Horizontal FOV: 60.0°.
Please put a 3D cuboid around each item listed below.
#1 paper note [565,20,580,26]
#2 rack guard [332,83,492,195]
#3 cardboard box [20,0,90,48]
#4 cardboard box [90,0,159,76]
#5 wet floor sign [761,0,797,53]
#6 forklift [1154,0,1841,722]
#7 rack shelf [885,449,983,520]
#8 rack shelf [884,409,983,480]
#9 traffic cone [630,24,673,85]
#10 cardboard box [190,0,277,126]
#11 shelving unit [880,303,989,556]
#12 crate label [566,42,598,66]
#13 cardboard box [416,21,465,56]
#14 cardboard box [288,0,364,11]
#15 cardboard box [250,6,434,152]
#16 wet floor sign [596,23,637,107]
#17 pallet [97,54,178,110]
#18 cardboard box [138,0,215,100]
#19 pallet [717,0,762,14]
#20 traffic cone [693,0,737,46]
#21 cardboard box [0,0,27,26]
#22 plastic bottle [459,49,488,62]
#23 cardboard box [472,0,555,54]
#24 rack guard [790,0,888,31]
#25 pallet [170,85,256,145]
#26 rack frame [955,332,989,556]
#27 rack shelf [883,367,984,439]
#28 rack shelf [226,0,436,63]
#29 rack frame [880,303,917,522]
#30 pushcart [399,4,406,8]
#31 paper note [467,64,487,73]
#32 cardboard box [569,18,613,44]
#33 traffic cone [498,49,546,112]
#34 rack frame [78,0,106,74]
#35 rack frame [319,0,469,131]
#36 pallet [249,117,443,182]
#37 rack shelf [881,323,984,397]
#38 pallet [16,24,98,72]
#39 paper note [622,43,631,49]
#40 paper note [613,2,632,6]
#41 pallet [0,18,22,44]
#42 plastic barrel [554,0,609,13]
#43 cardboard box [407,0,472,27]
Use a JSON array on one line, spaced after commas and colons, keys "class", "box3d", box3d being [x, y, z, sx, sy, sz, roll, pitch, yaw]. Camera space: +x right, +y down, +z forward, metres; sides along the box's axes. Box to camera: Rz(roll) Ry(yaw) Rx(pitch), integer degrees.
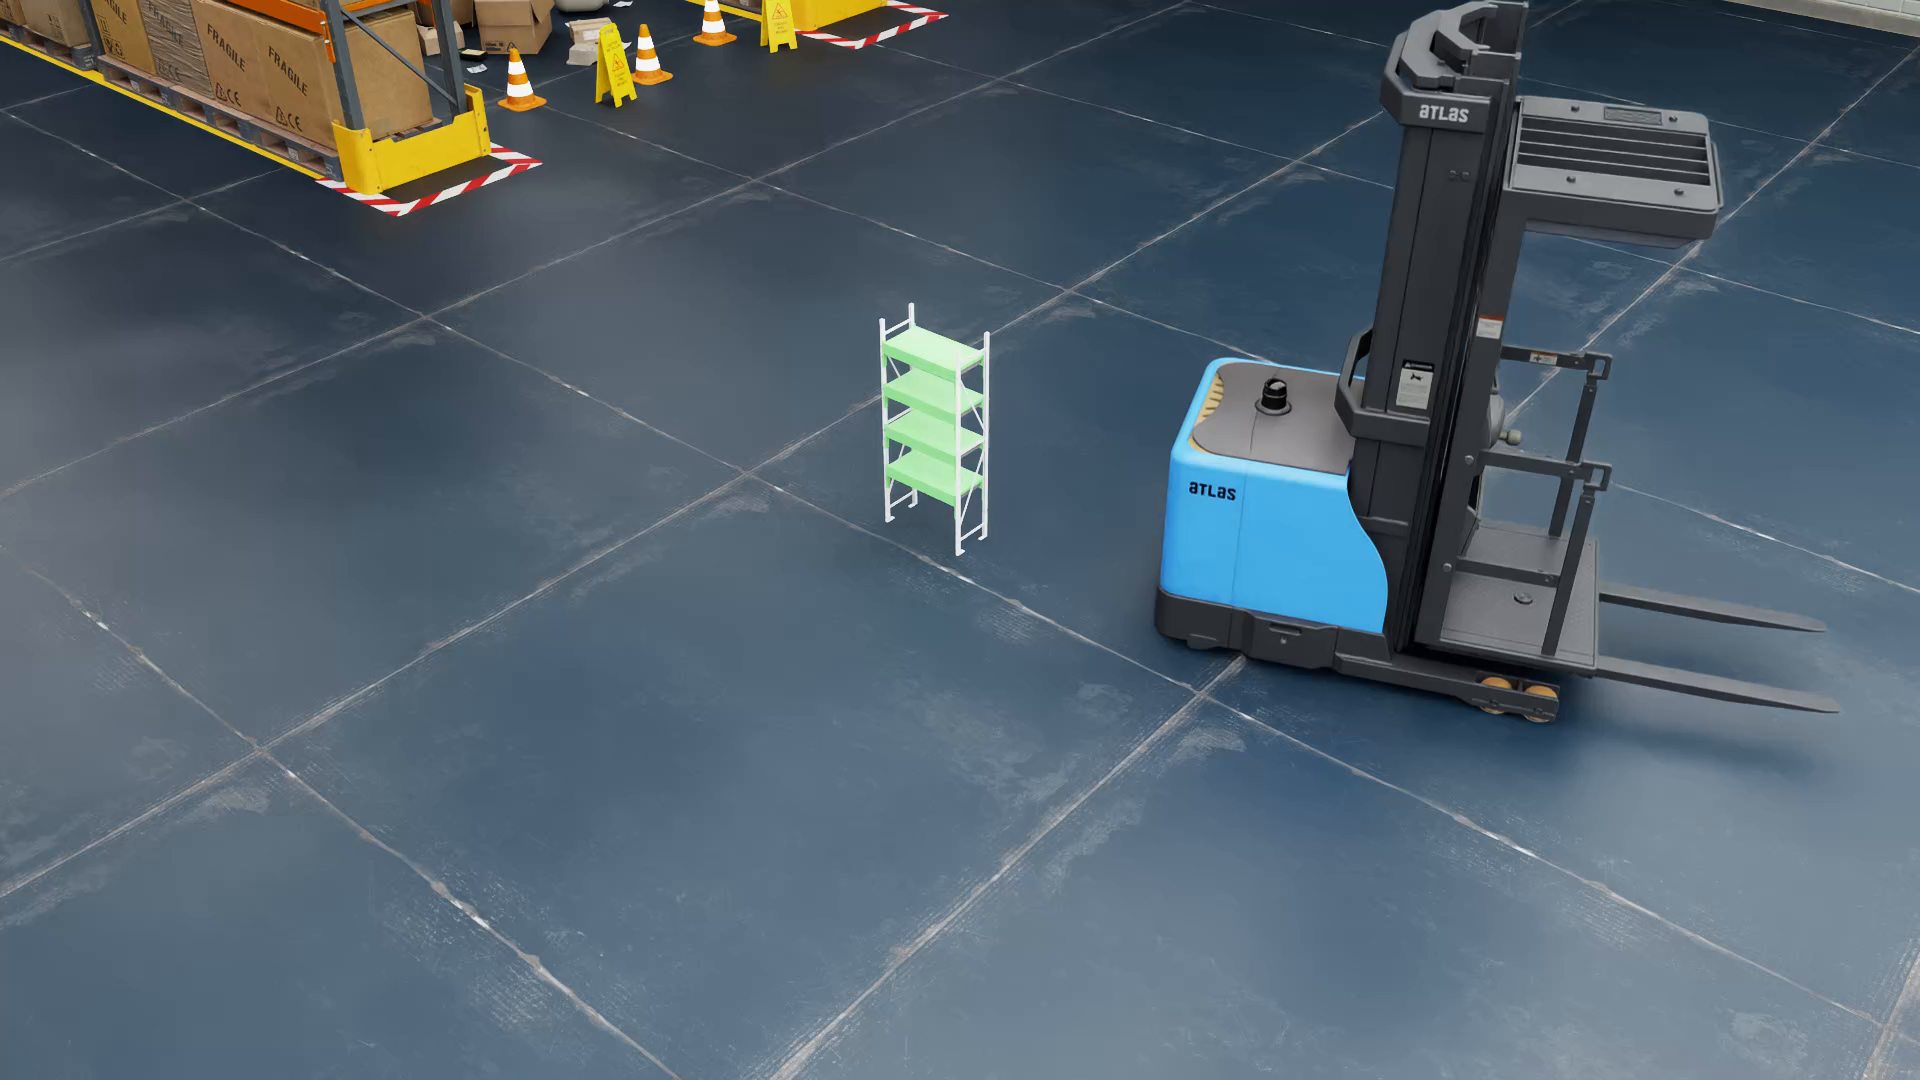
[{"class": "paper note", "box3d": [-3.697, -4.957, 15.951, 0.148, 0.019, 0.142, -18, 38, -25]}, {"class": "rack guard", "box3d": [-4.211, -3.107, 12.832, 0.348, 0.500, 1.175, 25, 42, 32]}, {"class": "cardboard box", "box3d": [-7.838, -5.026, 15.035, 0.750, 0.750, 1.050, 25, 42, 32]}, {"class": "cardboard box", "box3d": [-6.865, -4.634, 14.354, 0.875, 0.875, 0.875, 26, 42, 32]}, {"class": "wet floor sign", "box3d": [-1.679, -4.831, 15.215, 0.267, 0.644, 0.232, -18, 38, -25]}, {"class": "forklift", "box3d": [2.511, -0.720, 7.209, 3.031, 2.935, 1.130, 10, 36, 15]}, {"class": "rack shelf", "box3d": [-0.127, -0.304, 8.670, 0.480, 0.148, 0.258, 25, 42, 32]}, {"class": "rack shelf", "box3d": [-0.127, -0.502, 8.534, 0.480, 0.148, 0.258, 25, 42, 32]}, {"class": "traffic cone", "box3d": [-2.745, -4.279, 14.572, 0.334, 0.463, 0.336, 25, 42, 32]}, {"class": "cardboard box", "box3d": [-5.470, -3.978, 13.398, 0.875, 0.875, 0.875, 25, 41, 31]}, {"class": "shelving unit", "box3d": [-0.127, -0.555, 8.498, 0.503, 1.200, 0.258, 25, 42, 32]}, {"class": "crate label", "box3d": [-3.389, -4.402, 15.039, 0.298, 0.136, 0.250, 6, 35, 8]}, {"class": "cardboard box", "box3d": [-4.804, -4.646, 15.281, 0.396, 0.266, 0.258, -26, 42, -32]}, {"class": "cardboard box", "box3d": [-4.544, -4.322, 12.262, 0.550, 0.550, 0.875, 25, 42, 32]}, {"class": "cardboard box", "box3d": [-4.793, -3.660, 12.936, 0.875, 0.875, 0.875, 26, 42, 32]}, {"class": "wet floor sign", "box3d": [-2.940, -4.026, 14.043, 0.232, 0.644, 0.267, 18, 38, 24]}, {"class": "pallet", "box3d": [-6.769, -4.136, 14.586, 1.213, 0.211, 1.003, 25, 42, 32]}, {"class": "cardboard box", "box3d": [-6.170, -4.309, 13.880, 0.875, 0.875, 0.875, 26, 42, 32]}, {"class": "pallet", "box3d": [-1.800, -5.524, 16.607, 1.213, 0.211, 1.003, 25, 42, 32]}, {"class": "traffic cone", "box3d": [-2.296, -4.885, 15.454, 0.334, 0.463, 0.336, 25, 42, 32]}, {"class": "cardboard box", "box3d": [-8.577, -5.377, 15.547, 0.750, 0.750, 1.050, 25, 42, 32]}, {"class": "plastic bottle", "box3d": [-4.448, -4.409, 15.116, 0.283, 0.061, 0.133, 12, 36, 16]}, {"class": "cardboard box", "box3d": [-4.110, -4.842, 15.356, 0.637, 0.503, 0.797, 0, 34, 0]}, {"class": "rack guard", "box3d": [-1.198, -5.333, 16.074, 0.348, 0.500, 1.175, 25, 42, 32]}, {"class": "pallet", "box3d": [-5.827, -3.694, 13.942, 1.213, 0.211, 1.003, 25, 42, 32]}, {"class": "rack frame", "box3d": [0.060, -0.466, 8.369, 0.015, 1.200, 0.240, 25, 42, 32]}, {"class": "rack shelf", "box3d": [-0.127, -0.700, 8.398, 0.480, 0.148, 0.258, 25, 42, 32]}, {"class": "rack shelf", "box3d": [-5.766, -4.574, 13.396, 4.000, 0.370, 1.077, 25, 42, 32]}, {"class": "rack frame", "box3d": [-0.315, -0.643, 8.626, 0.015, 1.200, 0.240, 25, 42, 32]}, {"class": "pushcart", "box3d": [-5.634, -5.694, 16.708, 0.936, 0.377, 1.648, 12, 36, 16]}, {"class": "paper note", "box3d": [-4.316, -4.213, 14.859, 0.144, 0.017, 0.142, -18, 38, -25]}, {"class": "cardboard box", "box3d": [-3.439, -4.757, 15.545, 0.380, 0.149, 0.250, -12, 36, -17]}, {"class": "traffic cone", "box3d": [-3.729, -3.910, 14.035, 0.334, 0.463, 0.336, 25, 42, 32]}, {"class": "rack frame", "box3d": [-7.303, -5.595, 14.247, 0.127, 3.000, 1.000, 25, 42, 32]}, {"class": "rack frame", "box3d": [-4.229, -4.146, 12.137, 0.127, 3.000, 1.000, 25, 42, 32]}, {"class": "pallet", "box3d": [-4.894, -3.252, 13.299, 1.213, 0.211, 1.003, 25, 42, 32]}, {"class": "rack shelf", "box3d": [-0.127, -0.898, 8.262, 0.480, 0.148, 0.258, 25, 42, 32]}, {"class": "pallet", "box3d": [-7.945, -4.692, 15.396, 1.213, 0.211, 1.003, 25, 42, 32]}, {"class": "paper note", "box3d": [-3.140, -4.589, 15.405, 0.142, 0.019, 0.148, 12, 36, 16]}, {"class": "paper note", "box3d": [-3.334, -5.311, 16.456, 0.148, 0.019, 0.142, 12, 36, 16]}, {"class": "pallet", "box3d": [-8.887, -5.134, 16.039, 1.213, 0.211, 1.003, 25, 42, 32]}, {"class": "plastic barrel", "box3d": [-3.696, -5.364, 16.186, 0.512, 0.421, 0.421, -6, 35, -8]}, {"class": "cardboard box", "box3d": [-4.834, -5.233, 15.805, 0.503, 0.637, 0.797, 25, 42, 32]}]
